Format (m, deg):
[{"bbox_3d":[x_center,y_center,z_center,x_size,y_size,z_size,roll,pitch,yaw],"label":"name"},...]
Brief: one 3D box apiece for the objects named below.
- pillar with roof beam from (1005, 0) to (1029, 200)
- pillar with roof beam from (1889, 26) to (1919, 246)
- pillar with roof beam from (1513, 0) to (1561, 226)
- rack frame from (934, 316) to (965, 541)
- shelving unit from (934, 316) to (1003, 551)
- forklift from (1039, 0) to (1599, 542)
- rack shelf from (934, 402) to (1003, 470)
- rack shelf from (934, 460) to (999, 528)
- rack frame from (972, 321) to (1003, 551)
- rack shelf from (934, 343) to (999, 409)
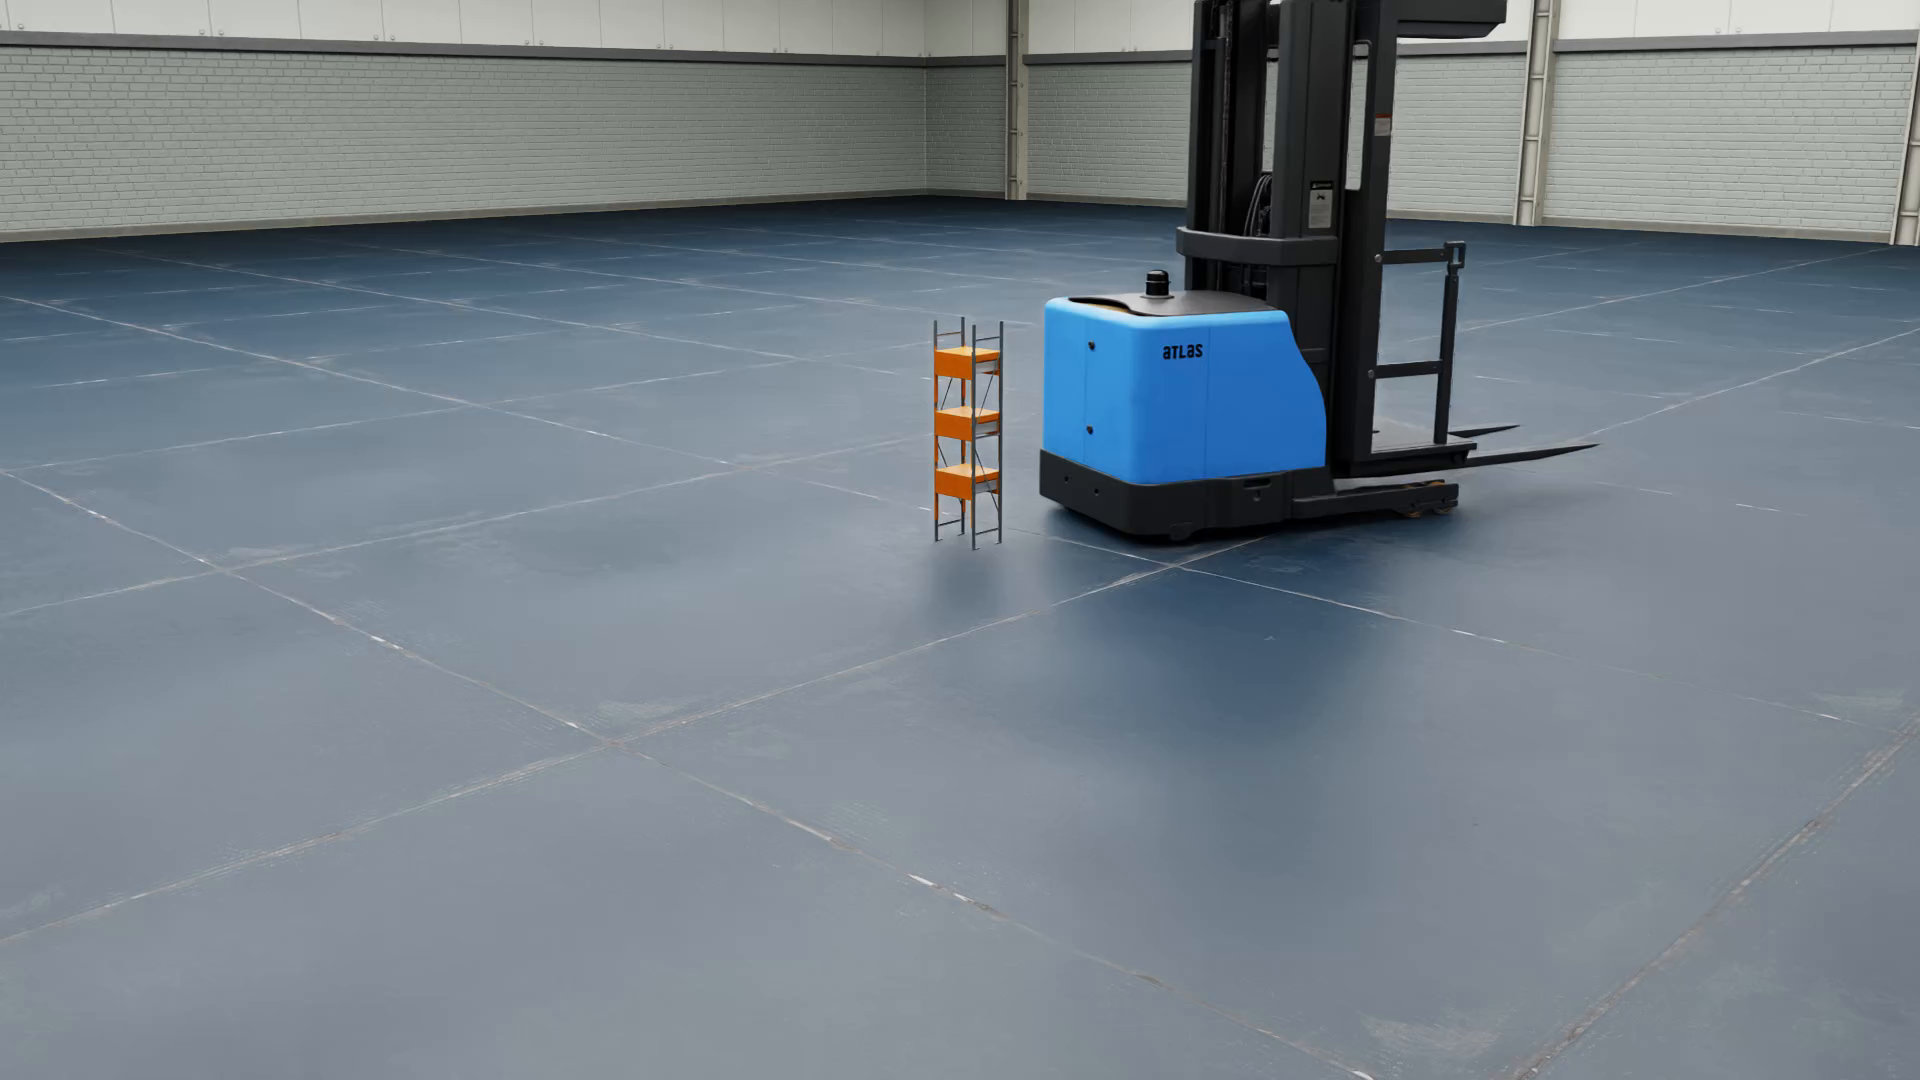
[{"bbox_3d":[-1.740,-11.158,32.908,0.400,9.000,9.100,14,20,42],"label":"pillar with roof beam"},{"bbox_3d":[11.218,-8.008,20.818,0.400,9.000,9.100,14,20,42],"label":"pillar with roof beam"},{"bbox_3d":[6.899,-9.058,24.848,0.400,9.000,9.100,14,20,42],"label":"pillar with roof beam"},{"bbox_3d":[-0.049,-0.520,7.846,0.008,1.050,0.200,14,20,42],"label":"rack frame"},{"bbox_3d":[0.039,-0.499,7.764,0.252,1.050,0.215,14,20,42],"label":"shelving unit"},{"bbox_3d":[1.967,-1.640,8.415,3.031,2.935,1.130,-7,16,-24],"label":"forklift"},{"bbox_3d":[0.039,-0.488,7.766,0.240,0.259,0.215,14,20,42],"label":"rack shelf"},{"bbox_3d":[0.039,-0.219,7.837,0.240,0.259,0.215,14,20,42],"label":"rack shelf"},{"bbox_3d":[0.126,-0.477,7.682,0.008,1.050,0.200,14,20,42],"label":"rack frame"},{"bbox_3d":[0.039,-0.763,7.695,0.240,0.259,0.215,14,20,42],"label":"rack shelf"}]
